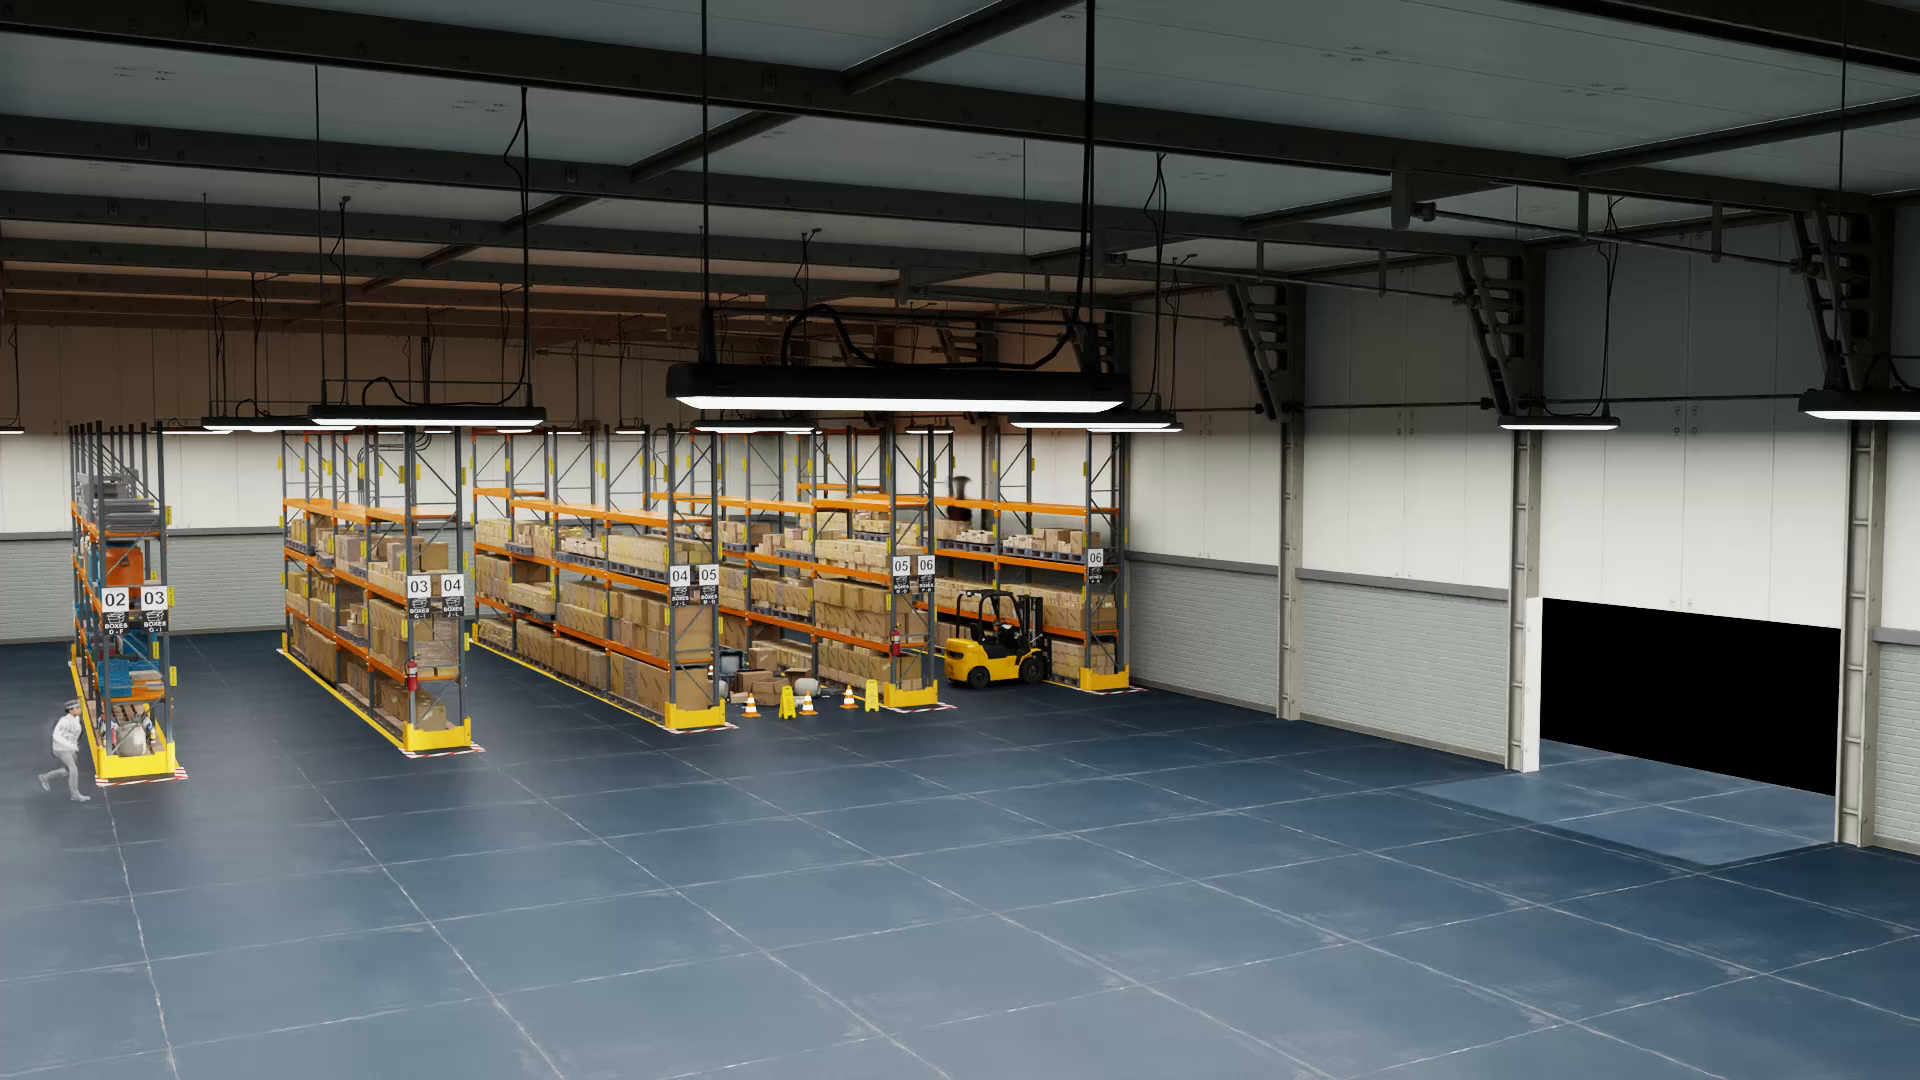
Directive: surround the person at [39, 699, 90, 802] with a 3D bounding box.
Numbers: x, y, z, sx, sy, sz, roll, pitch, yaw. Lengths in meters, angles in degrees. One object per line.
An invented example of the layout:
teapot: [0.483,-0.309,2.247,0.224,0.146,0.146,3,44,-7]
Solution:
person: [-14.107,3.311,26.066,0.762,1.632,0.609,0,4,4]
